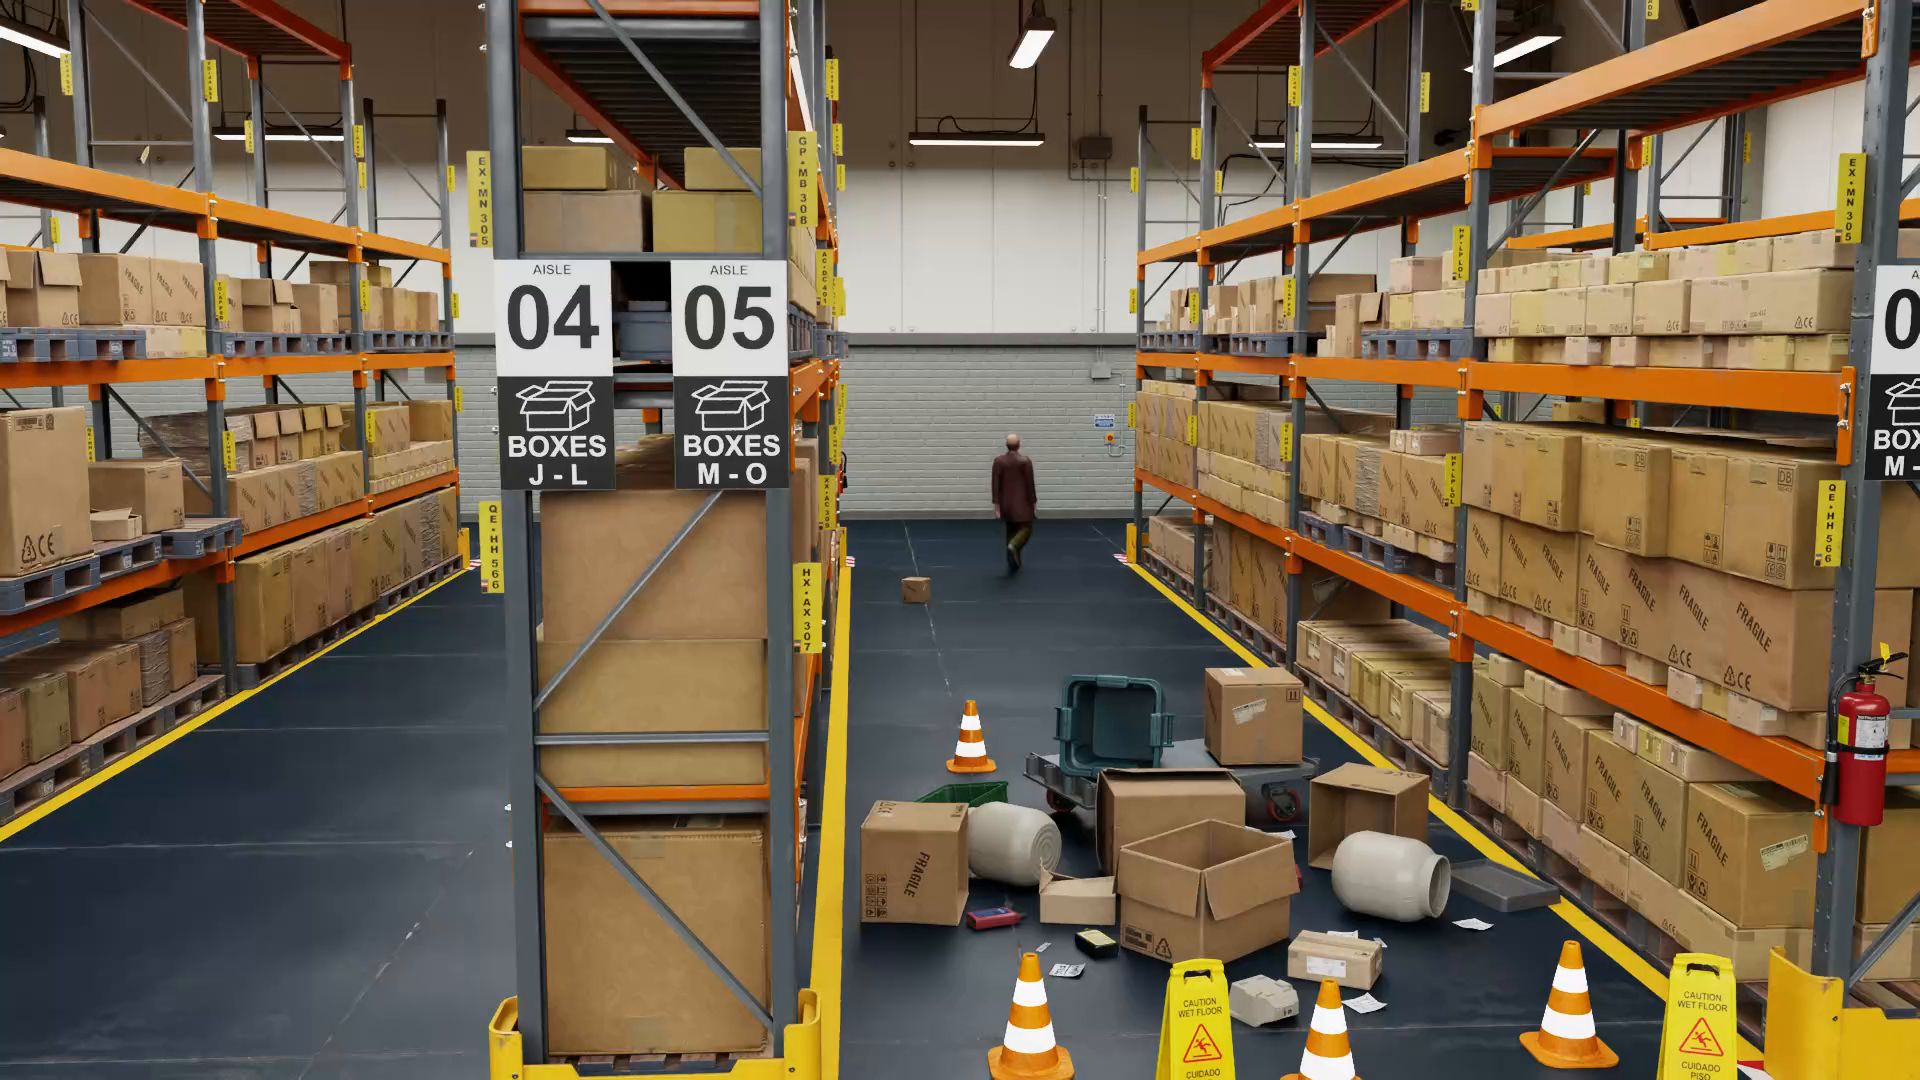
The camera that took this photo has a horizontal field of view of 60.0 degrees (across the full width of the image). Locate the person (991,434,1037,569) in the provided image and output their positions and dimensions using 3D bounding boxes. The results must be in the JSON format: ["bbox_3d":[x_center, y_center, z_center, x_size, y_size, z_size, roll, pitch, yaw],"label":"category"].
[{"bbox_3d":[0.695,-0.481,21.255,0.570,1.752,0.814,3,7,24],"label":"person"}]
